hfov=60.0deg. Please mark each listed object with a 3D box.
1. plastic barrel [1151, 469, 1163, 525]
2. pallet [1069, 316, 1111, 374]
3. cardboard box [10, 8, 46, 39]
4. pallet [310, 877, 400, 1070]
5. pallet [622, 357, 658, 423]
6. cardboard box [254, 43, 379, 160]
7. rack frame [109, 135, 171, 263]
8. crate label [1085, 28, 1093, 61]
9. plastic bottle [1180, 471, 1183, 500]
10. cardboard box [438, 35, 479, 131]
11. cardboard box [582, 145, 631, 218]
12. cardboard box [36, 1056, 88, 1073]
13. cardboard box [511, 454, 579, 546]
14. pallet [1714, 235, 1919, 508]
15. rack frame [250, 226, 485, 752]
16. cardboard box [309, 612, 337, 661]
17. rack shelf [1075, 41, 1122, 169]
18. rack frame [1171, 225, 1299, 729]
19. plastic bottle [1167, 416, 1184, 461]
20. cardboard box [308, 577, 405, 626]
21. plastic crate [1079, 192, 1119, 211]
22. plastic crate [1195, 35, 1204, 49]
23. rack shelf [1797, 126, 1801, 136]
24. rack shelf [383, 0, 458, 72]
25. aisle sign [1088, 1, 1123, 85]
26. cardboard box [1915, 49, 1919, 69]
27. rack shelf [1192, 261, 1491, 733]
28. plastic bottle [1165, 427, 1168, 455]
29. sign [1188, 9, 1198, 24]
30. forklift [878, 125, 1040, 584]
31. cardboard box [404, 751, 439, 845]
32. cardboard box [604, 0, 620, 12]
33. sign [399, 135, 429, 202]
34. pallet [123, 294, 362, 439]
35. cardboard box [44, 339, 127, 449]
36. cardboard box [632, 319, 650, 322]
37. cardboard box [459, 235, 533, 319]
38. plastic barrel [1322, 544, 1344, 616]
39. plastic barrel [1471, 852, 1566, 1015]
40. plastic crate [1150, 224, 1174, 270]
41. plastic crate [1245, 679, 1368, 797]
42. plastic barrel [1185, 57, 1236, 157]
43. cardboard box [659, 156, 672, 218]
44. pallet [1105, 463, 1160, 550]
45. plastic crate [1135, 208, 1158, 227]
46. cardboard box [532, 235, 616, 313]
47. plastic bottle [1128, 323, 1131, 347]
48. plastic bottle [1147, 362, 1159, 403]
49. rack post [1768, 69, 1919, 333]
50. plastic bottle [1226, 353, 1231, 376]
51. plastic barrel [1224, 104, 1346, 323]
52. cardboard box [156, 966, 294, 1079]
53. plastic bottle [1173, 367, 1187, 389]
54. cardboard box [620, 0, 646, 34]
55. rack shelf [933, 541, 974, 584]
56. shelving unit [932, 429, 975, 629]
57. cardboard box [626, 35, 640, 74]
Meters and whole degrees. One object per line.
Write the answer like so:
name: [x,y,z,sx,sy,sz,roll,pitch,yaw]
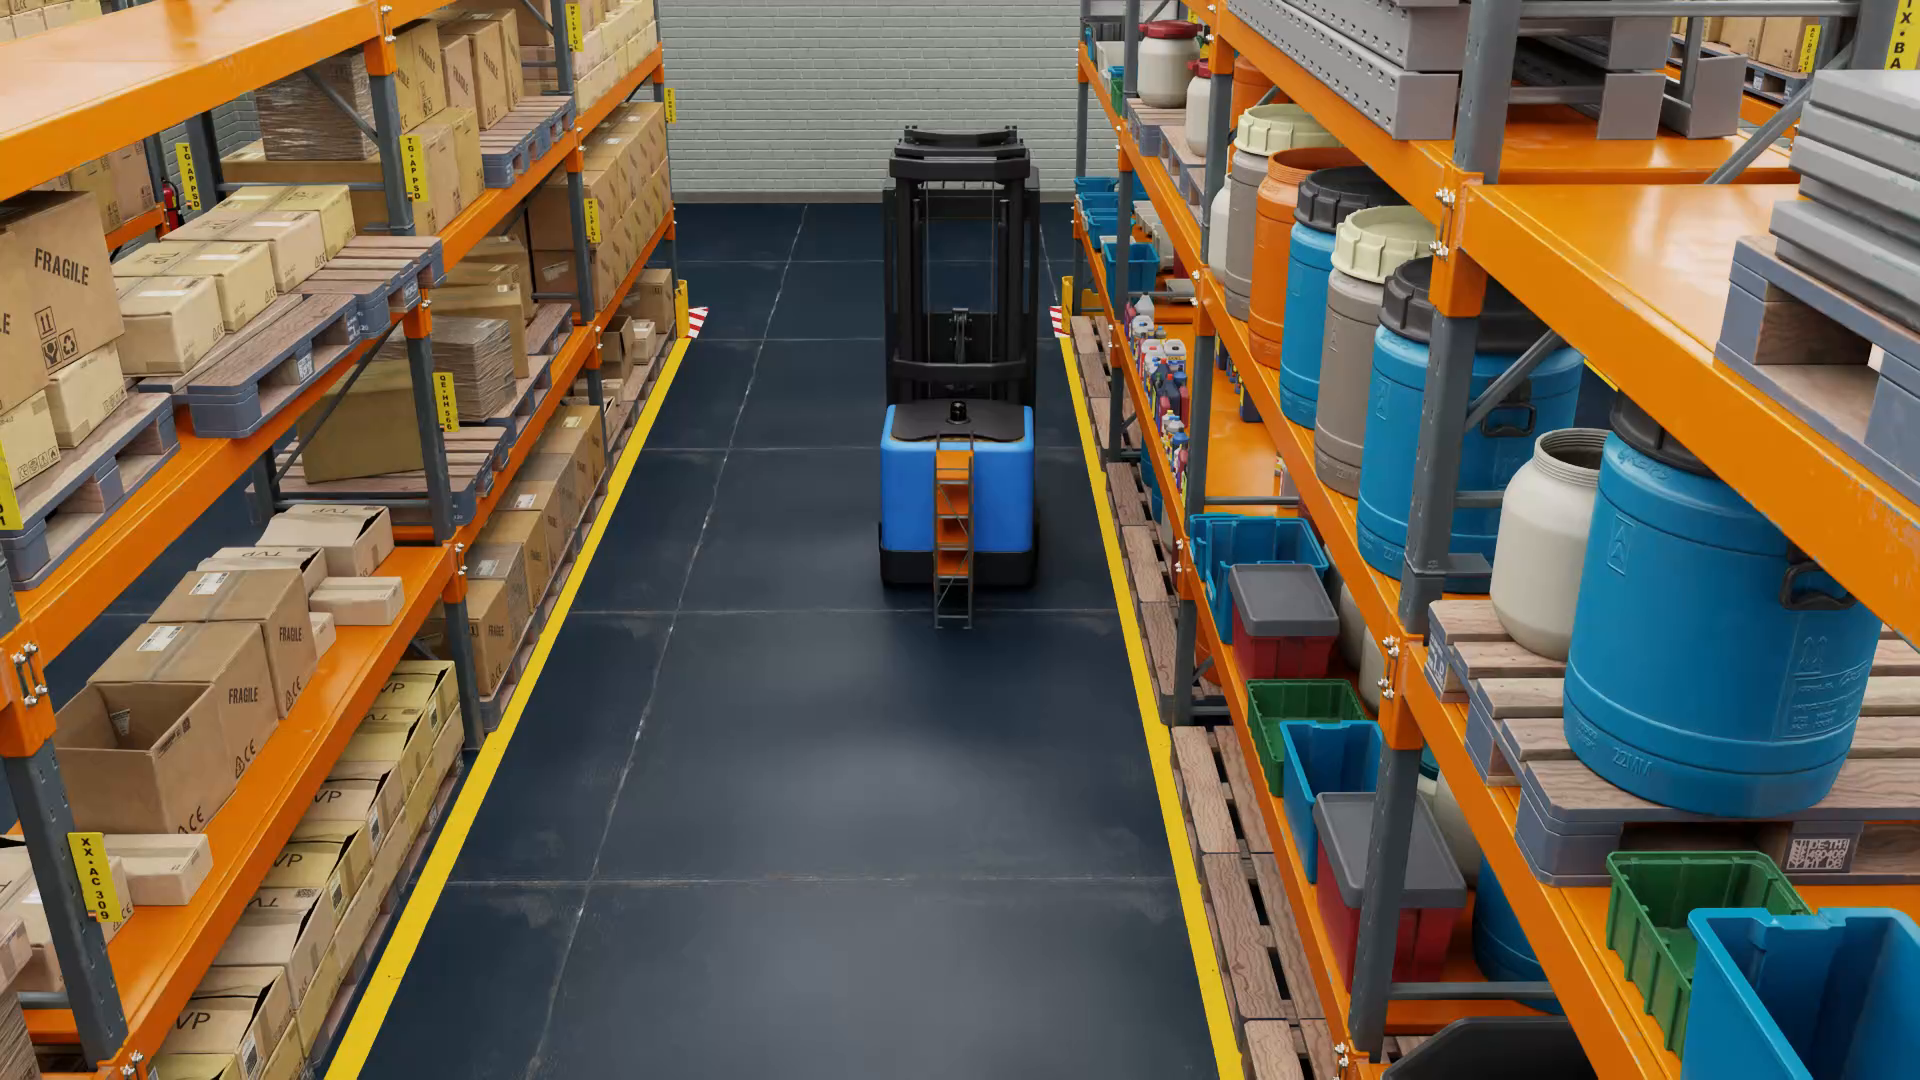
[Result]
plastic barrel: [1.672,-0.573,11.796,0.600,0.901,0.708,0,24,-1]
pallet: [1.602,-1.891,16.059,1.003,0.211,1.213,0,24,-1]
cardboard box: [-7.984,-4.263,13.830,0.500,0.250,0.500,-1,24,-2]
pallet: [-3.253,1.927,7.617,1.003,0.211,1.213,0,24,-1]
pallet: [-3.300,-1.349,14.860,1.003,0.211,1.213,0,24,-1]
cardboard box: [-3.232,-2.232,8.454,0.500,0.500,0.500,0,24,-1]
rack frame: [-8.274,-3.457,16.137,1.000,3.000,0.127,0,24,-1]
crate label: [1.319,-4.419,14.804,0.408,0.251,0.502,0,24,-1]
plastic bottle: [1.305,-0.327,9.457,0.097,0.201,0.097,0,24,0]
cardboard box: [-3.328,-2.724,10.125,0.600,0.600,0.600,-1,24,-3]
cardboard box: [-3.012,-2.954,13.689,0.500,0.500,0.500,-1,24,-2]
cardboard box: [-3.481,2.104,5.987,0.500,0.311,0.500,0,24,-1]
cardboard box: [-2.983,-0.282,11.616,0.500,0.500,0.500,0,24,0]
pallet: [1.816,-0.178,2.323,1.003,0.211,1.213,0,24,-1]
rack frame: [-3.234,-0.184,8.901,1.000,3.000,0.127,0,24,-1]
cardboard box: [-3.164,0.455,7.792,0.380,0.149,0.250,2,24,3]
rack shelf: [1.654,-3.716,13.944,1.077,0.370,4.000,0,24,-1]
rack frame: [1.719,-0.205,8.947,1.000,3.000,0.127,0,24,-1]
plastic bottle: [1.298,-0.614,10.008,0.097,0.271,0.097,0,24,0]
cardboard box: [-2.948,0.299,8.136,0.380,0.149,0.250,0,24,-1]
plastic crate: [1.313,-3.078,15.430,0.416,0.233,0.300,0,24,-1]
plastic crate: [1.928,-4.367,14.765,0.450,0.188,0.336,0,24,-1]
rack shelf: [6.650,-2.090,10.348,1.077,0.370,4.000,0,24,-1]
rack shelf: [-3.256,-3.232,9.718,1.077,0.370,4.000,0,24,-1]
aisle sign: [1.334,-4.714,15.763,0.394,0.787,0.004,0,24,-1]
cardboard box: [6.645,-3.240,11.387,0.700,0.500,0.500,0,24,1]
rack shelf: [1.741,-0.420,6.655,1.077,0.370,4.000,0,24,-1]
plastic bottle: [1.297,-0.623,10.111,0.097,0.201,0.097,0,24,0]
sign: [2.182,-4.830,15.659,0.100,0.325,0.005,0,24,-1]
forklift: [0.015,-1.595,12.104,1.130,2.935,3.031,1,24,1]
cardboard box: [-2.975,1.305,8.435,0.500,0.250,0.500,-1,24,-1]
cardboard box: [-3.266,-4.725,13.966,0.700,0.500,0.500,0,24,-1]
sign: [-2.679,-1.822,8.158,0.100,0.325,0.005,0,24,-1]
pallet: [-3.122,-0.725,6.686,1.003,0.211,1.213,1,24,2]
cardboard box: [-3.196,-0.506,5.645,0.500,0.250,0.500,-3,24,-6]
cardboard box: [-3.154,-2.000,15.820,0.380,0.166,0.250,0,24,-1]
cardboard box: [-3.496,-1.873,12.004,0.700,0.500,0.500,-9,26,-18]
plastic barrel: [1.944,0.167,7.989,0.421,0.512,0.421,0,24,0]
plastic barrel: [2.062,1.054,5.554,0.600,0.901,0.708,0,24,-1]
plastic crate: [1.843,-2.457,13.996,0.437,0.282,0.530,0,24,-1]
plastic crate: [1.462,0.823,6.930,0.450,0.188,0.662,0,24,-1]
plastic barrel: [1.549,-2.555,9.828,0.433,0.535,0.433,0,24,0]
cardboard box: [-3.044,-3.343,15.764,0.500,0.500,0.500,0,24,1]
pallet: [1.642,-0.265,12.462,1.003,0.211,1.213,0,24,-1]
plastic crate: [1.811,-2.954,15.272,0.396,0.136,0.243,0,24,-1]
cardboard box: [-3.011,-2.089,12.992,0.500,0.500,0.500,0,24,1]
plastic bottle: [1.274,-1.507,12.067,0.097,0.201,0.097,0,24,0]
plastic bottle: [1.287,-1.037,10.943,0.097,0.271,0.097,0,24,0]
rack post: [1.754,-0.406,2.202,0.937,0.300,0.954,-1,24,-2]
plastic bottle: [1.888,-1.267,11.451,0.097,0.271,0.097,0,24,0]
plastic barrel: [1.511,-1.461,7.475,0.600,0.901,0.600,0,24,0]
cardboard box: [-2.946,1.892,6.456,0.500,0.311,0.500,-1,24,-1]
plastic bottle: [1.433,-0.998,10.855,0.097,0.271,0.097,0,24,0]
cardboard box: [-3.055,-4.591,14.578,0.500,0.250,0.500,0,24,-1]
rack shelf: [-0.039,0.170,10.946,0.258,0.148,0.480,1,24,1]
shelving unit: [-0.039,-0.072,10.836,0.258,1.200,0.503,1,24,1]
cardboard box: [-3.039,-4.157,14.226,0.500,0.250,0.500,0,24,-1]
